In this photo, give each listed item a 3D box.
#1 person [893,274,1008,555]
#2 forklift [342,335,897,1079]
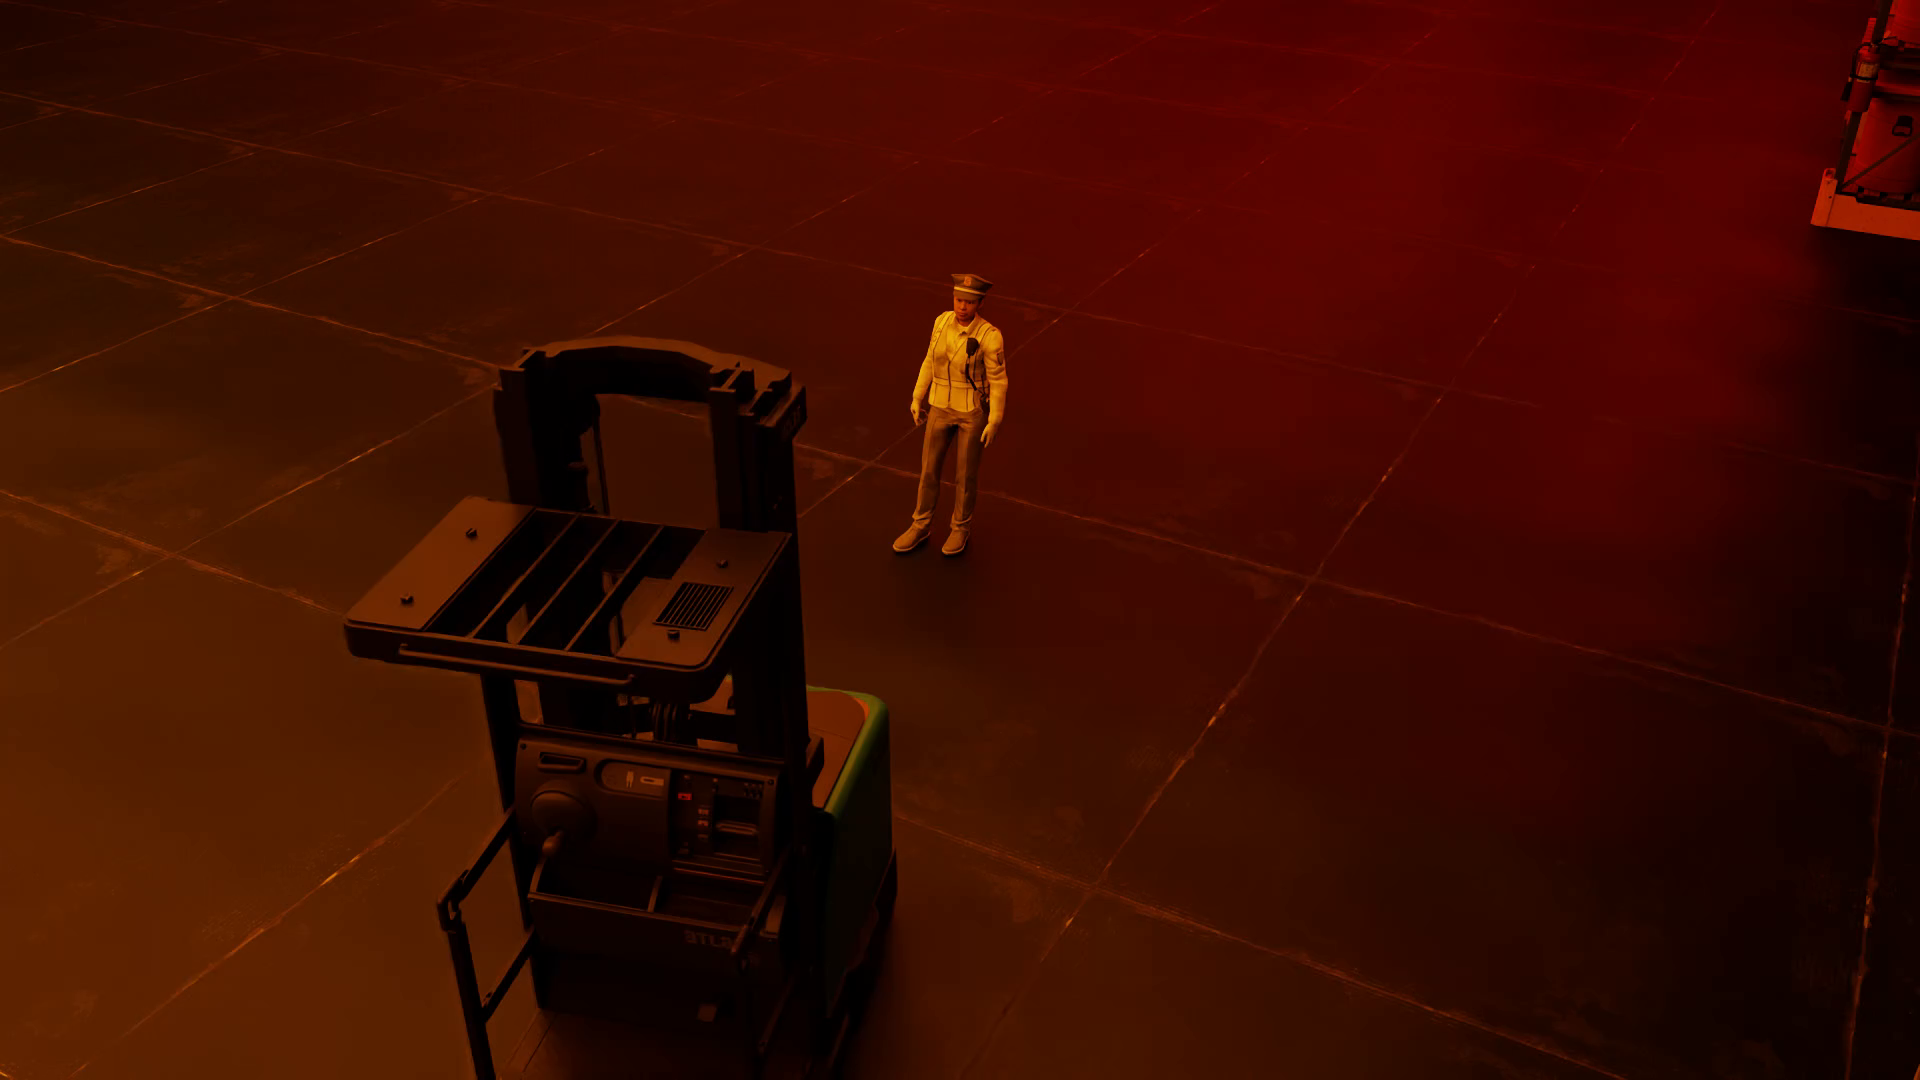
[{"bbox_3d":[-0.039,-0.712,9.527,0.588,1.695,0.531,15,33,25],"label":"person"},{"bbox_3d":[-1.104,0.956,5.415,1.130,2.935,3.031,7,31,11],"label":"forklift"}]
